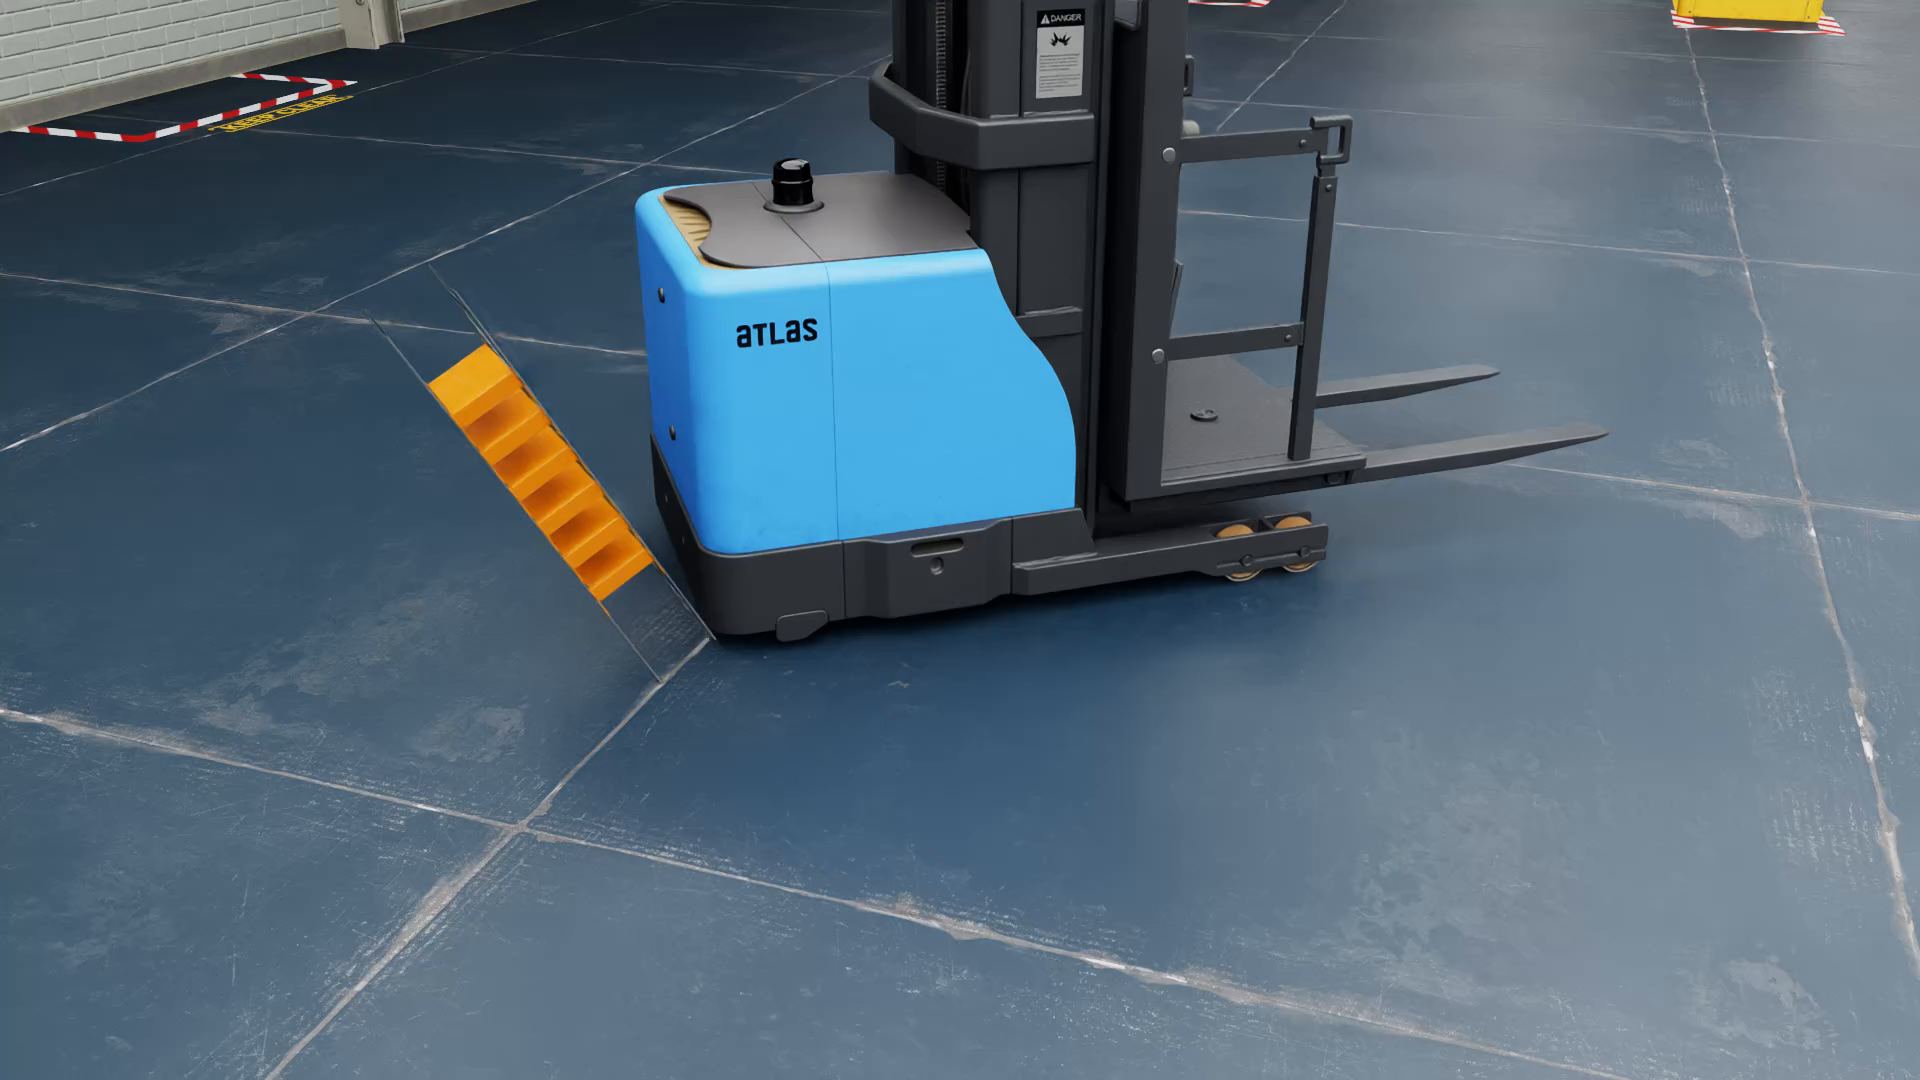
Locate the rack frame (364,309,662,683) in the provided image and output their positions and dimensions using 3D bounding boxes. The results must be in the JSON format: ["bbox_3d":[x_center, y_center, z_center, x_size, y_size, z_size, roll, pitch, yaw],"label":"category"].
[{"bbox_3d":[-1.103,-0.082,4.193,0.006,1.200,0.240,-39,37,-11],"label":"rack frame"}]

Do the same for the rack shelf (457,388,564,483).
[{"bbox_3d":[-1.113,-0.274,4.095,0.180,0.103,0.258,-39,37,-11],"label":"rack shelf"}]

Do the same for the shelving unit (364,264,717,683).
[{"bbox_3d":[-1.033,-0.137,4.210,0.189,1.200,0.258,-39,37,-11],"label":"shelving unit"}]

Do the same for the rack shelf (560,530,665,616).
[{"bbox_3d":[-0.917,0.061,4.377,0.180,0.103,0.258,-39,37,-11],"label":"rack shelf"}]

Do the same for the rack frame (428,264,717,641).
[{"bbox_3d":[-0.963,-0.193,4.228,0.006,1.200,0.240,-39,37,-11],"label":"rack frame"}]

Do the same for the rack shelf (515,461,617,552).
[{"bbox_3d":[-1.015,-0.106,4.236,0.180,0.103,0.258,-39,37,-11],"label":"rack shelf"}]

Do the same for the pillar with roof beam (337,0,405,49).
[{"bbox_3d":[-0.747,-7.496,10.406,9.100,9.000,0.400,9,27,17],"label":"pillar with roof beam"}]

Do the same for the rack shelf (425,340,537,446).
[{"bbox_3d":[-1.162,-0.358,4.025,0.180,0.103,0.258,-39,37,-11],"label":"rack shelf"}]

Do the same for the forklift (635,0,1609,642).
[{"bbox_3d":[0.597,-1.405,4.788,3.031,2.935,1.130,-8,27,-16],"label":"forklift"}]

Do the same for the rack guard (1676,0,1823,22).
[{"bbox_3d":[7.096,-4.949,14.898,1.175,0.500,0.348,9,27,17],"label":"rack guard"}]

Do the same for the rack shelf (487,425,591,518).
[{"bbox_3d":[-1.064,-0.190,4.166,0.180,0.103,0.258,-39,37,-11],"label":"rack shelf"}]

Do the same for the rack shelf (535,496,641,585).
[{"bbox_3d":[-0.966,-0.023,4.307,0.180,0.103,0.258,-39,37,-11],"label":"rack shelf"}]
